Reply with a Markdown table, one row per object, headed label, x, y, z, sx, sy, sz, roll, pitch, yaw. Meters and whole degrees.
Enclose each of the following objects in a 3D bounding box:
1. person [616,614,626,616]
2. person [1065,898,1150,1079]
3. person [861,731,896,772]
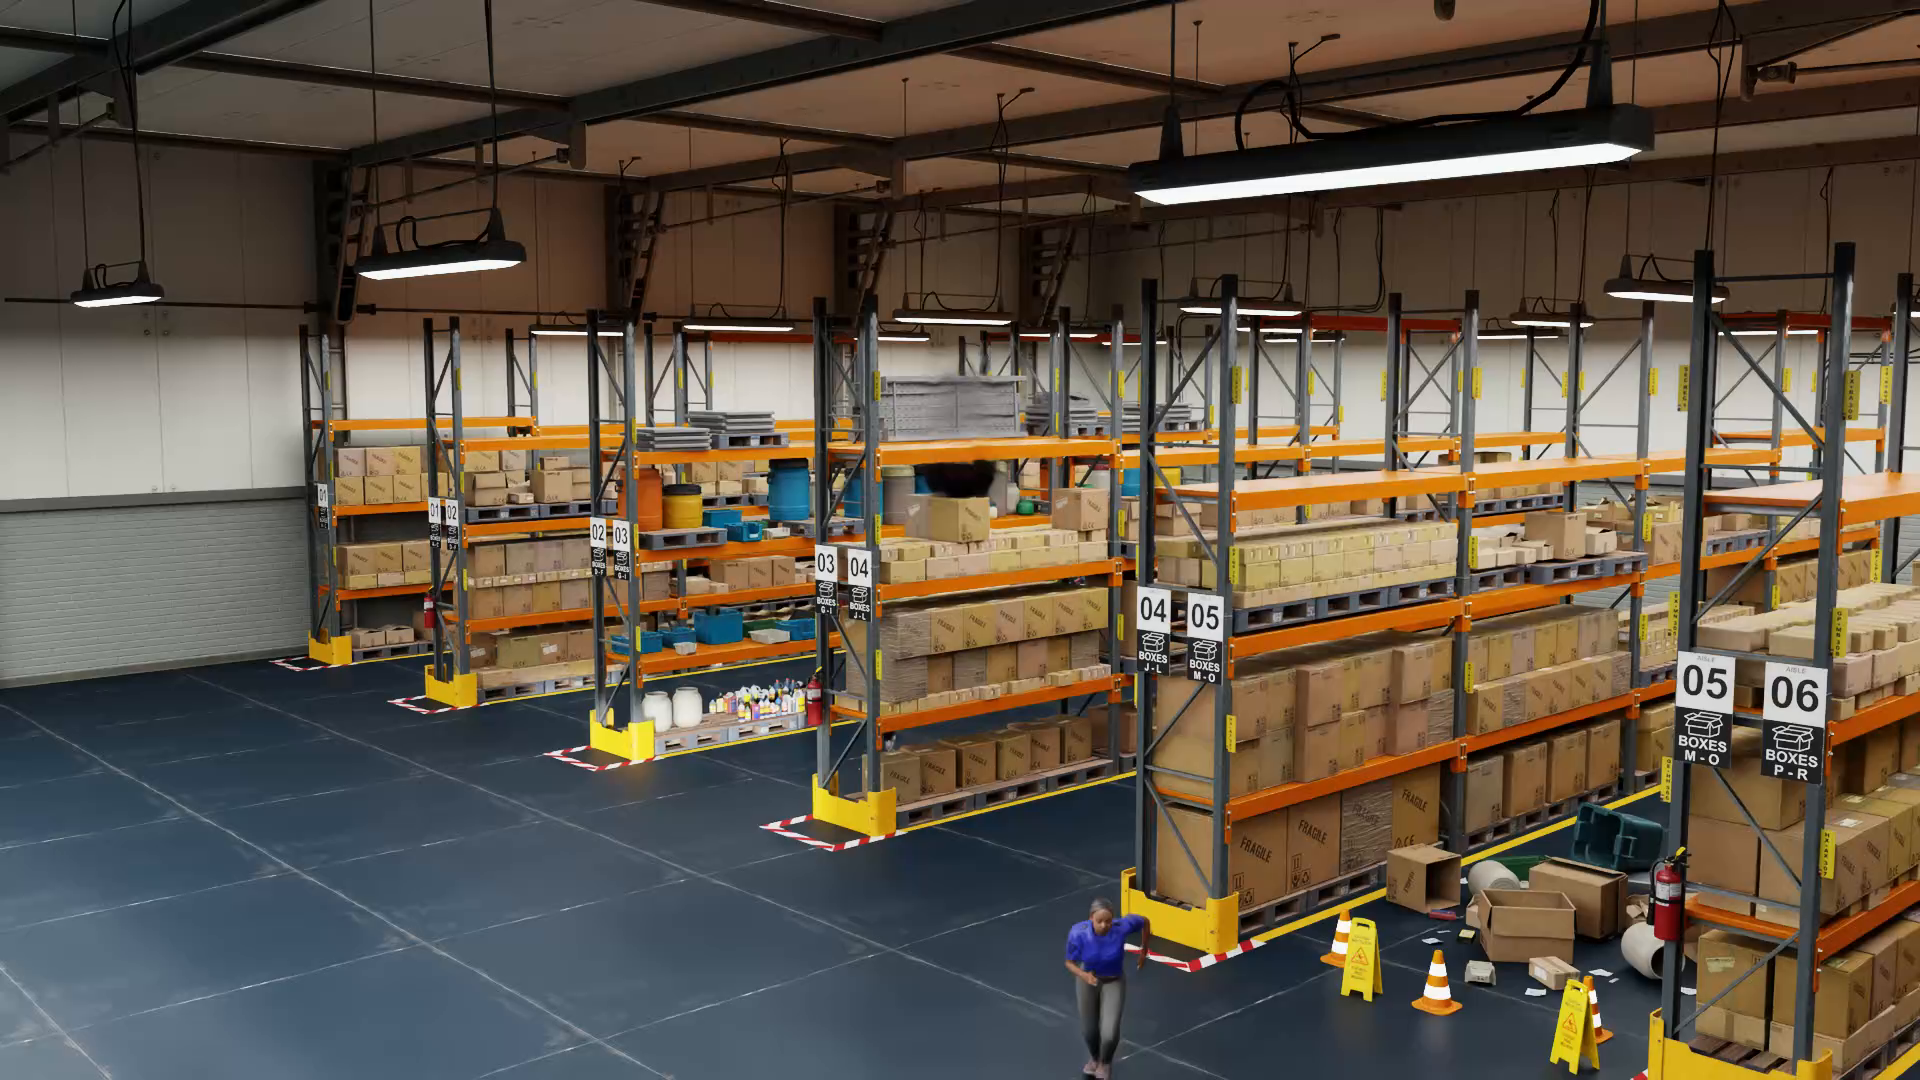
| label | x | y | z | sx | sy | sz | roll | pitch | yaw |
| --- | --- | --- | --- | --- | --- | --- | --- | --- | --- |
| person | -6.052 | 1.252 | 30.374 | 0.672 | 1.790 | 0.814 | 5 | 7 | 38 |
| person | 1.055 | 3.212 | 11.901 | 0.608 | 1.498 | 0.910 | 0 | 6 | 4 |
| person | -1.052 | 2.173 | 21.834 | 0.564 | 1.592 | 0.921 | 2 | 6 | 22 |
